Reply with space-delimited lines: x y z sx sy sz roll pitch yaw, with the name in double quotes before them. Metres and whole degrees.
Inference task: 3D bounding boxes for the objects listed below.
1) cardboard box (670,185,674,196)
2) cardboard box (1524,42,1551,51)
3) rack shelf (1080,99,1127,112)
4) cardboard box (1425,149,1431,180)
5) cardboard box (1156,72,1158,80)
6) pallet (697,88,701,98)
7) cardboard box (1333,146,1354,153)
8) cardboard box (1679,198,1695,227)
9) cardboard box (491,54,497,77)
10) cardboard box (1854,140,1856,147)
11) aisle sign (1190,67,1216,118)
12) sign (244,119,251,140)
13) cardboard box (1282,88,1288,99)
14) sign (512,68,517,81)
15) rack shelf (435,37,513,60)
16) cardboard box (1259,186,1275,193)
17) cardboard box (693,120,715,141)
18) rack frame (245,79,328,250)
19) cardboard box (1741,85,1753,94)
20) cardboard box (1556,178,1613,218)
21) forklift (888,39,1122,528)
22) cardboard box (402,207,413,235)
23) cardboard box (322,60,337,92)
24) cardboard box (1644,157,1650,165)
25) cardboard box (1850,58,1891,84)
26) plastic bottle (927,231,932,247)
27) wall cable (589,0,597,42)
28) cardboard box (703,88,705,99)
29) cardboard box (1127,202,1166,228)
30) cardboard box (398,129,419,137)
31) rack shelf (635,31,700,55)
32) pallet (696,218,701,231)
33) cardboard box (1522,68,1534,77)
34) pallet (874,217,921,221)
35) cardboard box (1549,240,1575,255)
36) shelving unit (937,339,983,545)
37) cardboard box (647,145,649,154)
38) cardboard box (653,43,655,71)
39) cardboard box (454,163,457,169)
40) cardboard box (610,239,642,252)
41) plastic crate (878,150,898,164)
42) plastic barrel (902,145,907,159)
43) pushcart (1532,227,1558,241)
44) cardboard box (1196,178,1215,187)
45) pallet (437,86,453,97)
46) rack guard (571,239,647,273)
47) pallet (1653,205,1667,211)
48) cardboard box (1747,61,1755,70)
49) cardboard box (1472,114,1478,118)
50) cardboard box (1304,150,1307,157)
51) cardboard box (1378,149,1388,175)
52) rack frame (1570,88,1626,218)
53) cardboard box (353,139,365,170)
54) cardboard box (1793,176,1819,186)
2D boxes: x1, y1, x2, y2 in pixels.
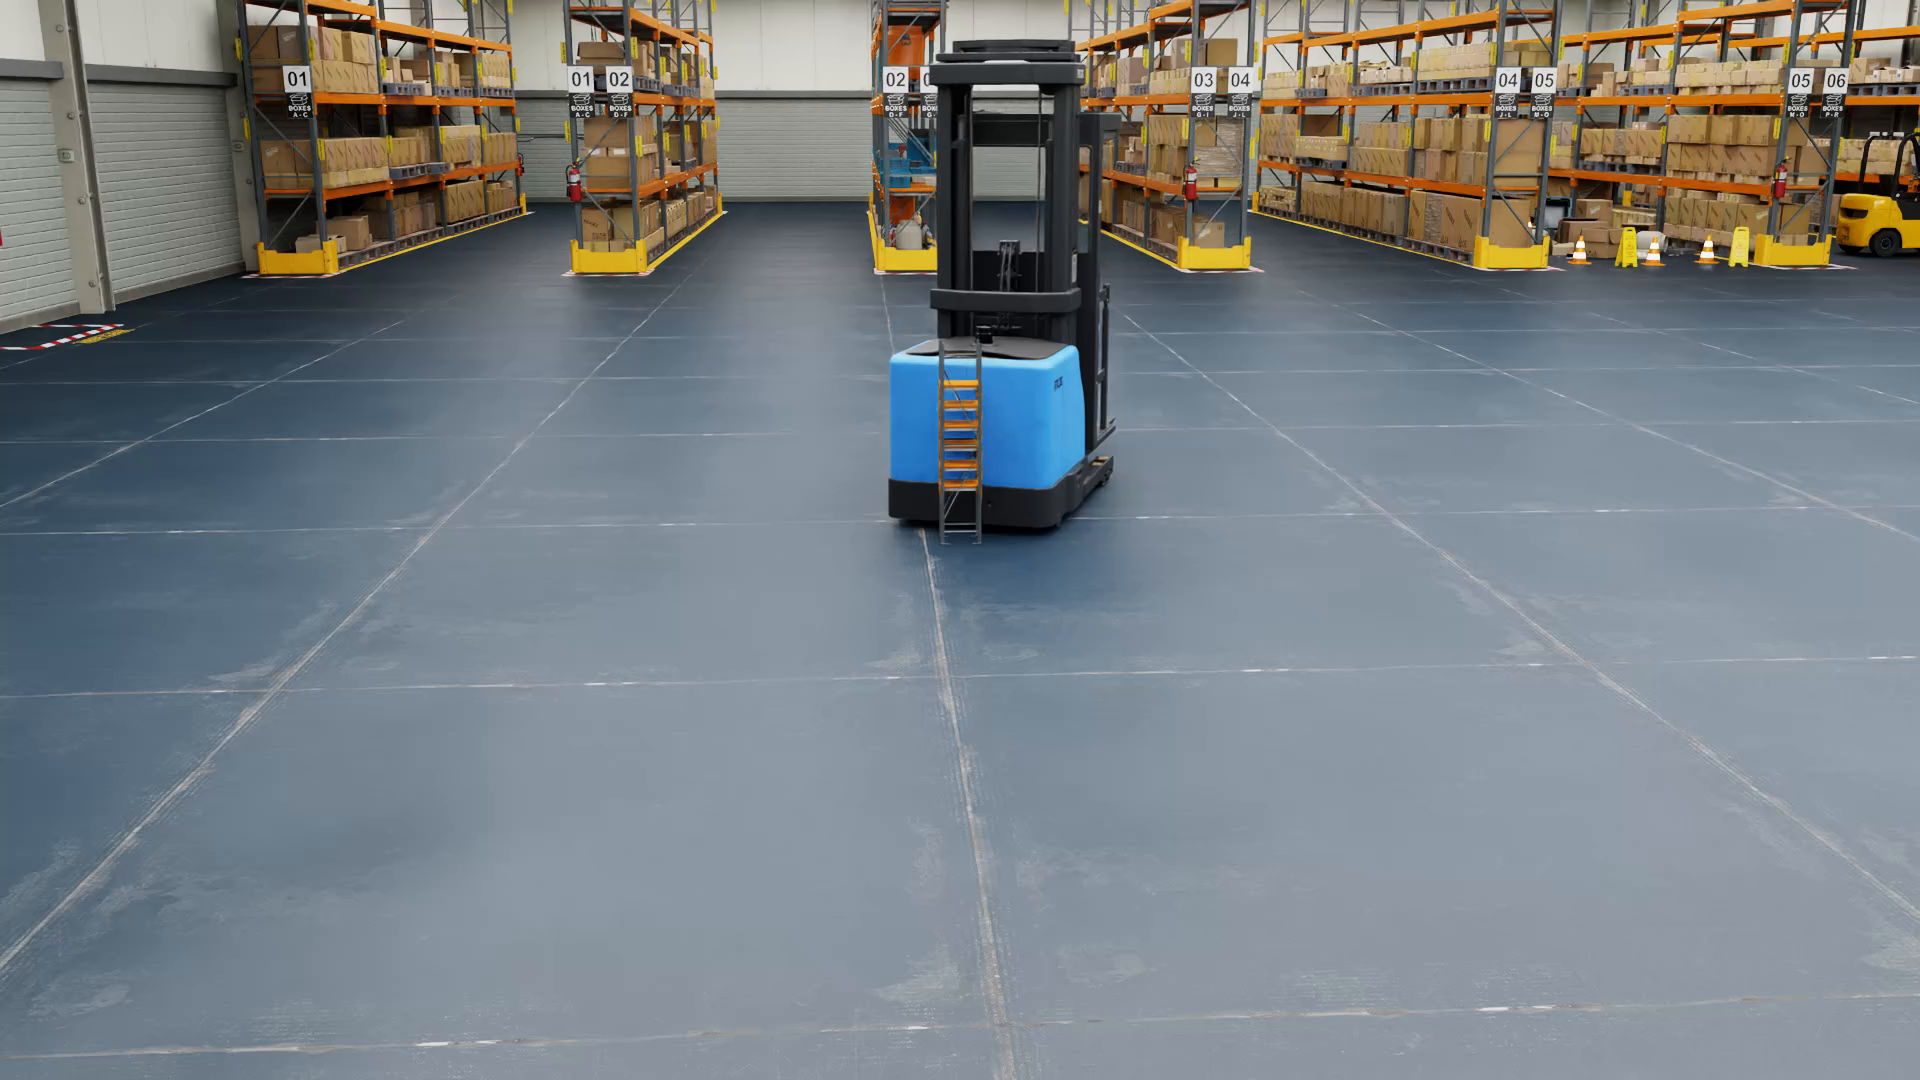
"cardboard box" -6.536 -7.663 36.419 0.500 0.250 0.500 -1 14 -4
"cardboard box" 9.468 -8.071 27.216 0.380 0.149 0.250 -1 14 -3
"rack shelf" 3.347 -10.549 40.429 1.077 0.370 4.000 -1 14 -3
"cardboard box" 9.015 -6.854 30.342 0.875 0.550 0.550 -1 14 -3
"cardboard box" 3.764 -8.380 30.057 0.380 0.149 0.250 -2 15 -6
"pallet" -6.446 -9.993 37.204 1.213 0.211 1.003 -1 14 -3
"cardboard box" 8.191 -8.345 35.506 0.380 0.149 0.250 -1 14 -2
"cardboard box" 13.670 -6.061 30.736 0.500 0.500 0.500 0 14 -1
"cardboard box" -11.198 -11.145 39.055 0.500 0.500 0.500 -1 14 -3
"cardboard box" 18.493 -8.078 33.898 0.380 0.149 0.250 -1 14 -3
"aisle sign" 3.919 -7.202 26.779 0.394 0.787 0.004 -1 14 -3
"sign" -11.172 -6.443 26.092 0.100 0.325 0.005 -1 14 -3
"cardboard box" 8.077 -10.747 40.057 0.500 0.250 0.500 -1 14 -4
"sign" -11.066 -11.560 41.300 0.100 0.325 0.005 -1 14 -3
"rack shelf" -11.484 -11.578 39.214 1.077 0.370 4.000 -1 14 -3
"cardboard box" 7.874 -8.969 42.548 0.380 0.149 0.250 -2 15 -6
"cardboard box" -6.330 -10.090 41.017 0.500 0.500 0.500 0 14 -2
"rack frame" -10.617 -5.733 26.289 1.000 3.000 0.127 -1 14 -3
"cardboard box" 13.762 -7.784 28.746 0.380 0.149 0.250 -1 14 -4
"cardboard box" 13.650 -7.453 36.393 0.875 0.875 0.875 -1 14 -4
"forklift" 0.451 -1.814 11.195 1.130 2.935 3.031 4 15 15
"cardboard box" -11.000 -6.169 32.115 0.700 0.500 0.500 -1 14 -3
"cardboard box" -10.386 -7.465 26.760 0.500 0.500 0.500 0 14 0
"cardboard box" 13.552 -7.382 32.358 0.380 0.149 0.250 -1 14 -5
"cardboard box" 18.429 -9.499 33.660 0.500 0.500 0.500 -1 14 -2
"plastic bottle" -0.530 -5.234 28.940 0.097 0.271 0.097 0 14 0
"wall cable" -8.902 -15.014 46.416 3.097 2.526 0.112 -1 14 -3
"cardboard box" -6.226 -10.424 38.803 0.500 0.250 0.500 -1 14 -3
"cardboard box" 3.828 -6.651 33.989 0.700 0.500 0.500 -2 15 -8
"cardboard box" -11.026 -8.133 33.232 0.380 0.149 0.250 -3 15 -13
"rack shelf" -6.292 -10.661 35.648 1.077 0.370 4.000 -1 14 -3
"pallet" -6.249 -6.939 36.571 1.003 0.211 1.213 -1 14 -3
"cardboard box" 9.470 -7.687 27.324 0.380 0.149 0.250 -1 14 -3
"pallet" -1.387 -7.023 36.900 1.003 0.211 1.213 -1 14 -3
"cardboard box" 10.868 -5.286 30.037 0.396 0.266 0.258 2 15 6
"shelving unit" 0.001 -0.577 9.863 0.258 1.200 0.189 -1 14 -3
"cardboard box" -5.613 -6.788 28.886 0.380 0.149 0.250 0 14 -2
"cardboard box" -5.978 -9.047 31.103 0.500 0.500 0.500 1 14 2
"cardboard box" -11.009 -8.016 35.625 0.380 0.149 0.250 -1 14 -3
"cardboard box" -5.484 -4.819 27.412 0.500 0.250 0.500 -1 14 -3
"plastic crate" -1.430 -7.500 33.028 0.402 0.464 0.583 -1 14 -3
"plastic barrel" -0.893 -7.831 34.169 0.600 0.536 0.708 -1 14 -3
"pushcart" 11.585 -5.793 31.784 1.648 0.377 0.936 -6 16 -23
"cardboard box" 3.991 -5.909 27.475 0.380 0.149 0.250 -1 14 -3
"pallet" -11.205 -9.243 34.291 1.213 0.211 1.003 0 14 -1
"rack guard" -5.671 -4.594 26.878 1.175 0.500 0.348 -1 14 -3
"pallet" 18.196 -8.302 41.870 1.003 0.211 1.213 -1 14 -3
"cardboard box" 13.806 -8.165 28.625 0.380 0.149 0.250 -1 14 -3
"cardboard box" 12.914 -10.463 41.162 0.380 0.149 0.250 -1 14 -5
"cardboard box" 8.042 -8.782 37.798 0.380 0.149 0.250 -1 14 -3
"cardboard box" 8.562 -7.434 32.700 0.500 0.500 0.500 -1 14 -3
"rack frame" 13.610 -8.105 35.508 1.000 3.000 0.127 -1 14 -3
"cardboard box" -10.437 -6.537 28.168 0.500 0.500 0.500 0 14 -2
"cardboard box" 14.291 -6.082 28.148 0.380 0.149 0.250 -1 14 -3
